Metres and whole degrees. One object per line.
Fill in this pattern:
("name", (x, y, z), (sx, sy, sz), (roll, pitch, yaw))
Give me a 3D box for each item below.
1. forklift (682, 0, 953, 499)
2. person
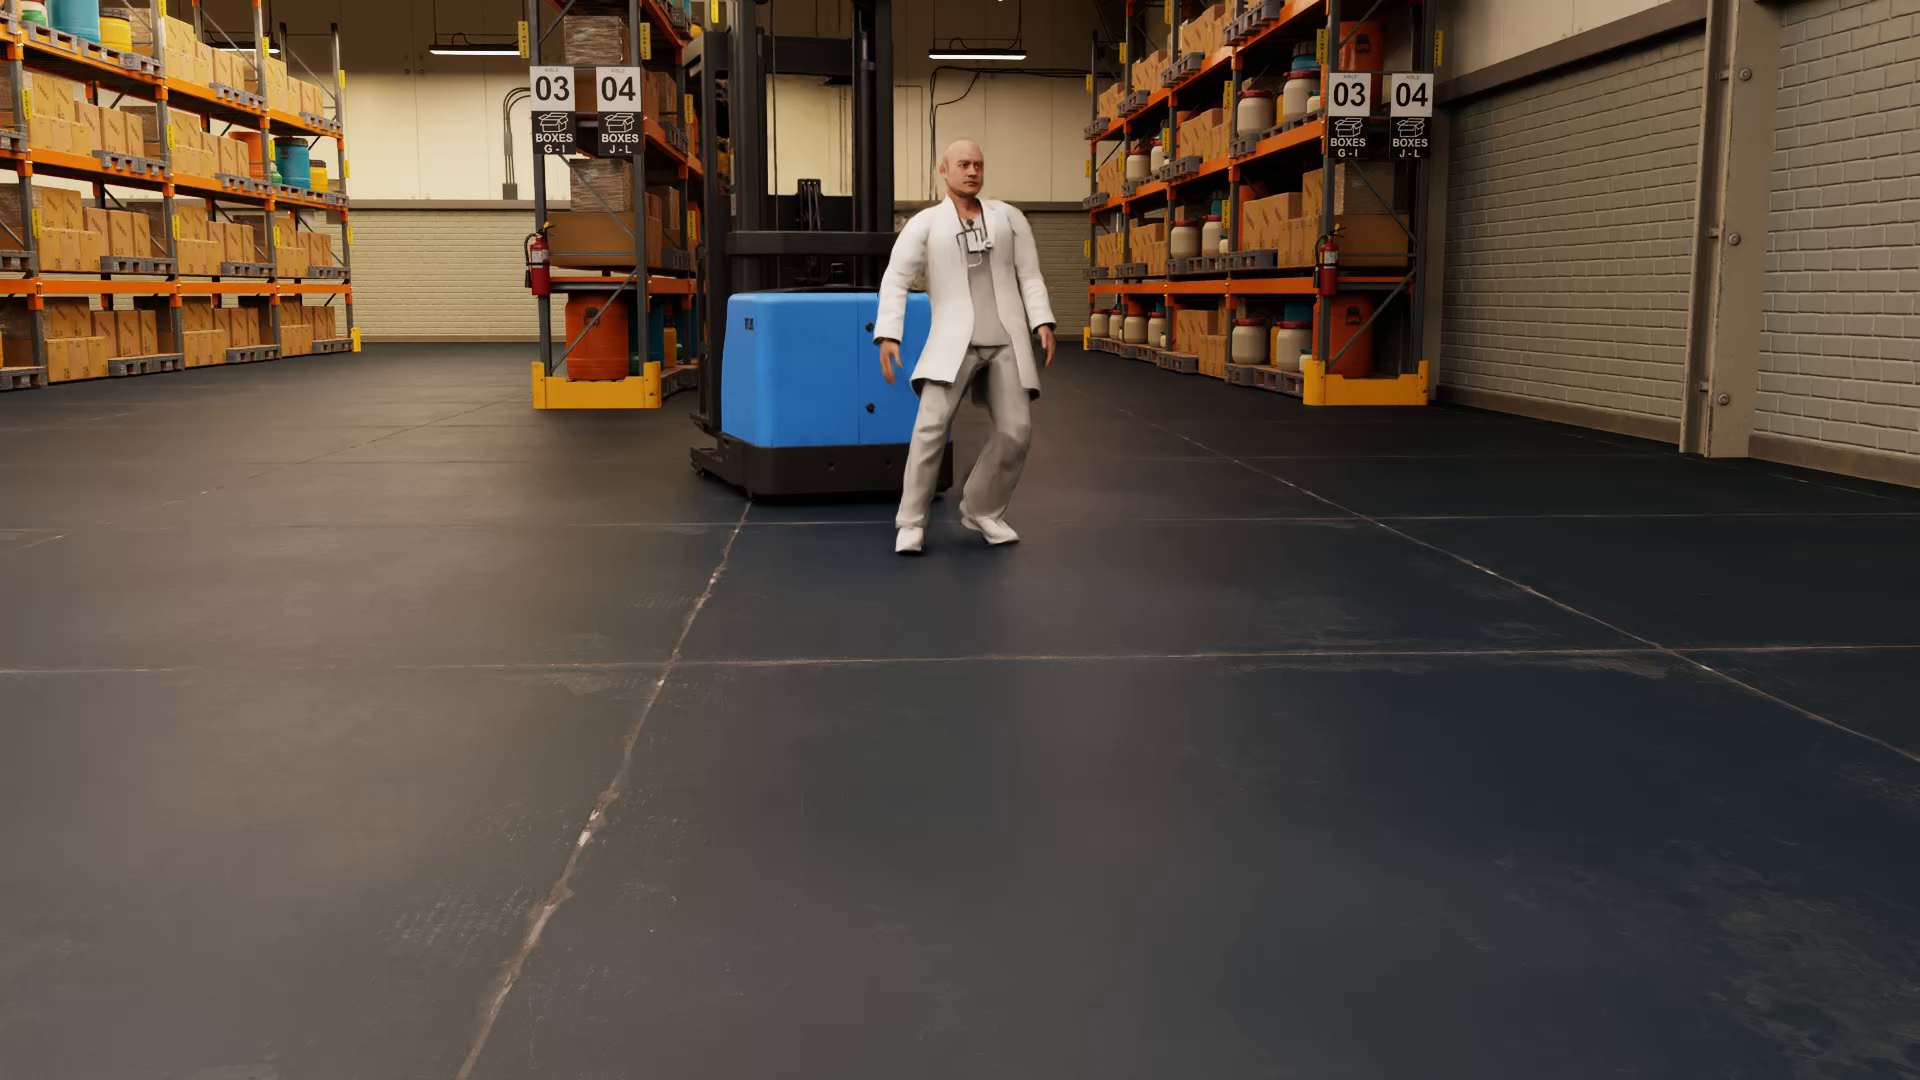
("forklift", (-0.988, -1.836, 9.697), (1.130, 2.935, 3.031), (-3, 9, -18))
("person", (0.025, -0.824, 7.019), (0.795, 1.714, 0.567), (-2, 9, -12))
